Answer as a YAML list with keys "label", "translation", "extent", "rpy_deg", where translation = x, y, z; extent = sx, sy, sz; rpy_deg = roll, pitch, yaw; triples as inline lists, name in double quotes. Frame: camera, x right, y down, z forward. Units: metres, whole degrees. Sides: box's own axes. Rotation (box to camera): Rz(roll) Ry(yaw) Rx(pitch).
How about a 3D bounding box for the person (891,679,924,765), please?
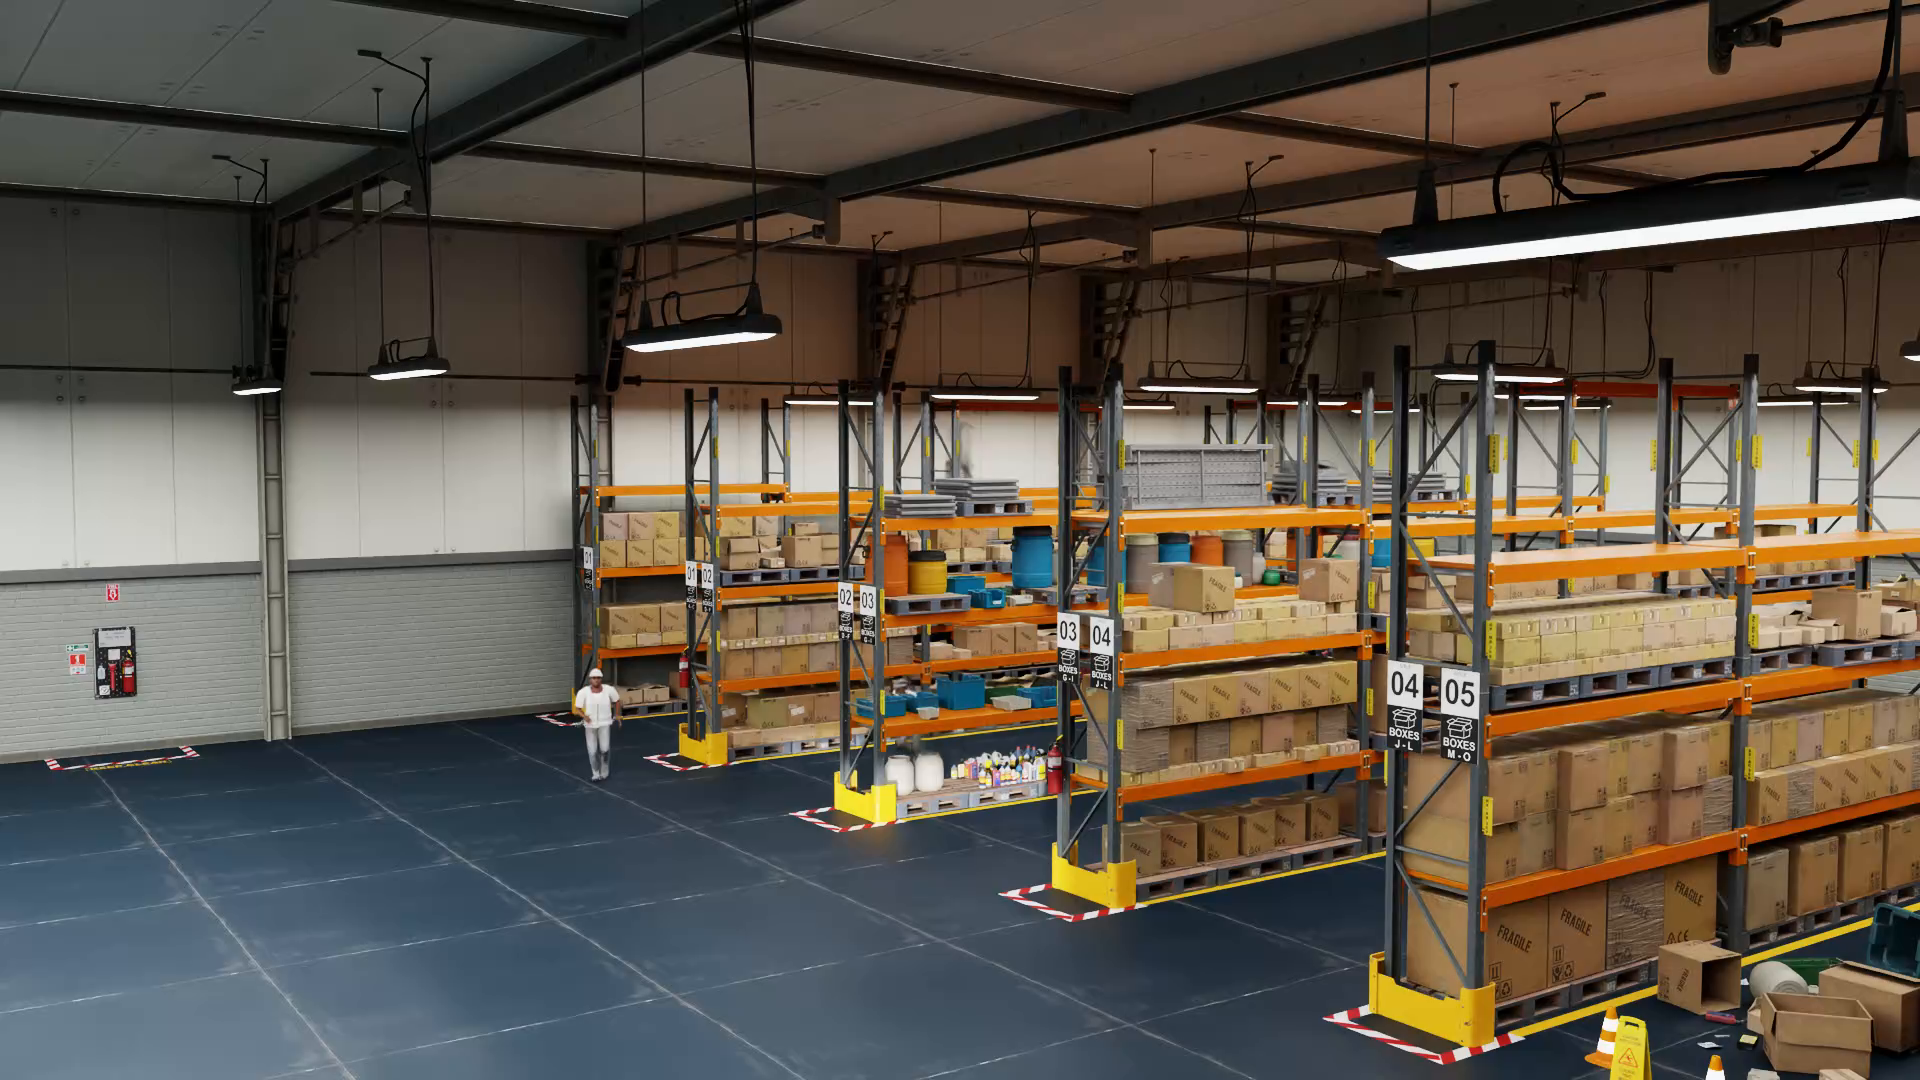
- label: "person"
  translation: [-0.843, 2.867, 25.818]
  extent: [0.603, 1.492, 0.855]
  rpy_deg: [2, 4, 30]

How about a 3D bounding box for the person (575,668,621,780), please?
- label: "person"
  translation: [-5.441, 2.786, 25.014]
  extent: [0.682, 1.716, 0.700]
  rpy_deg: [-1, 4, -13]
